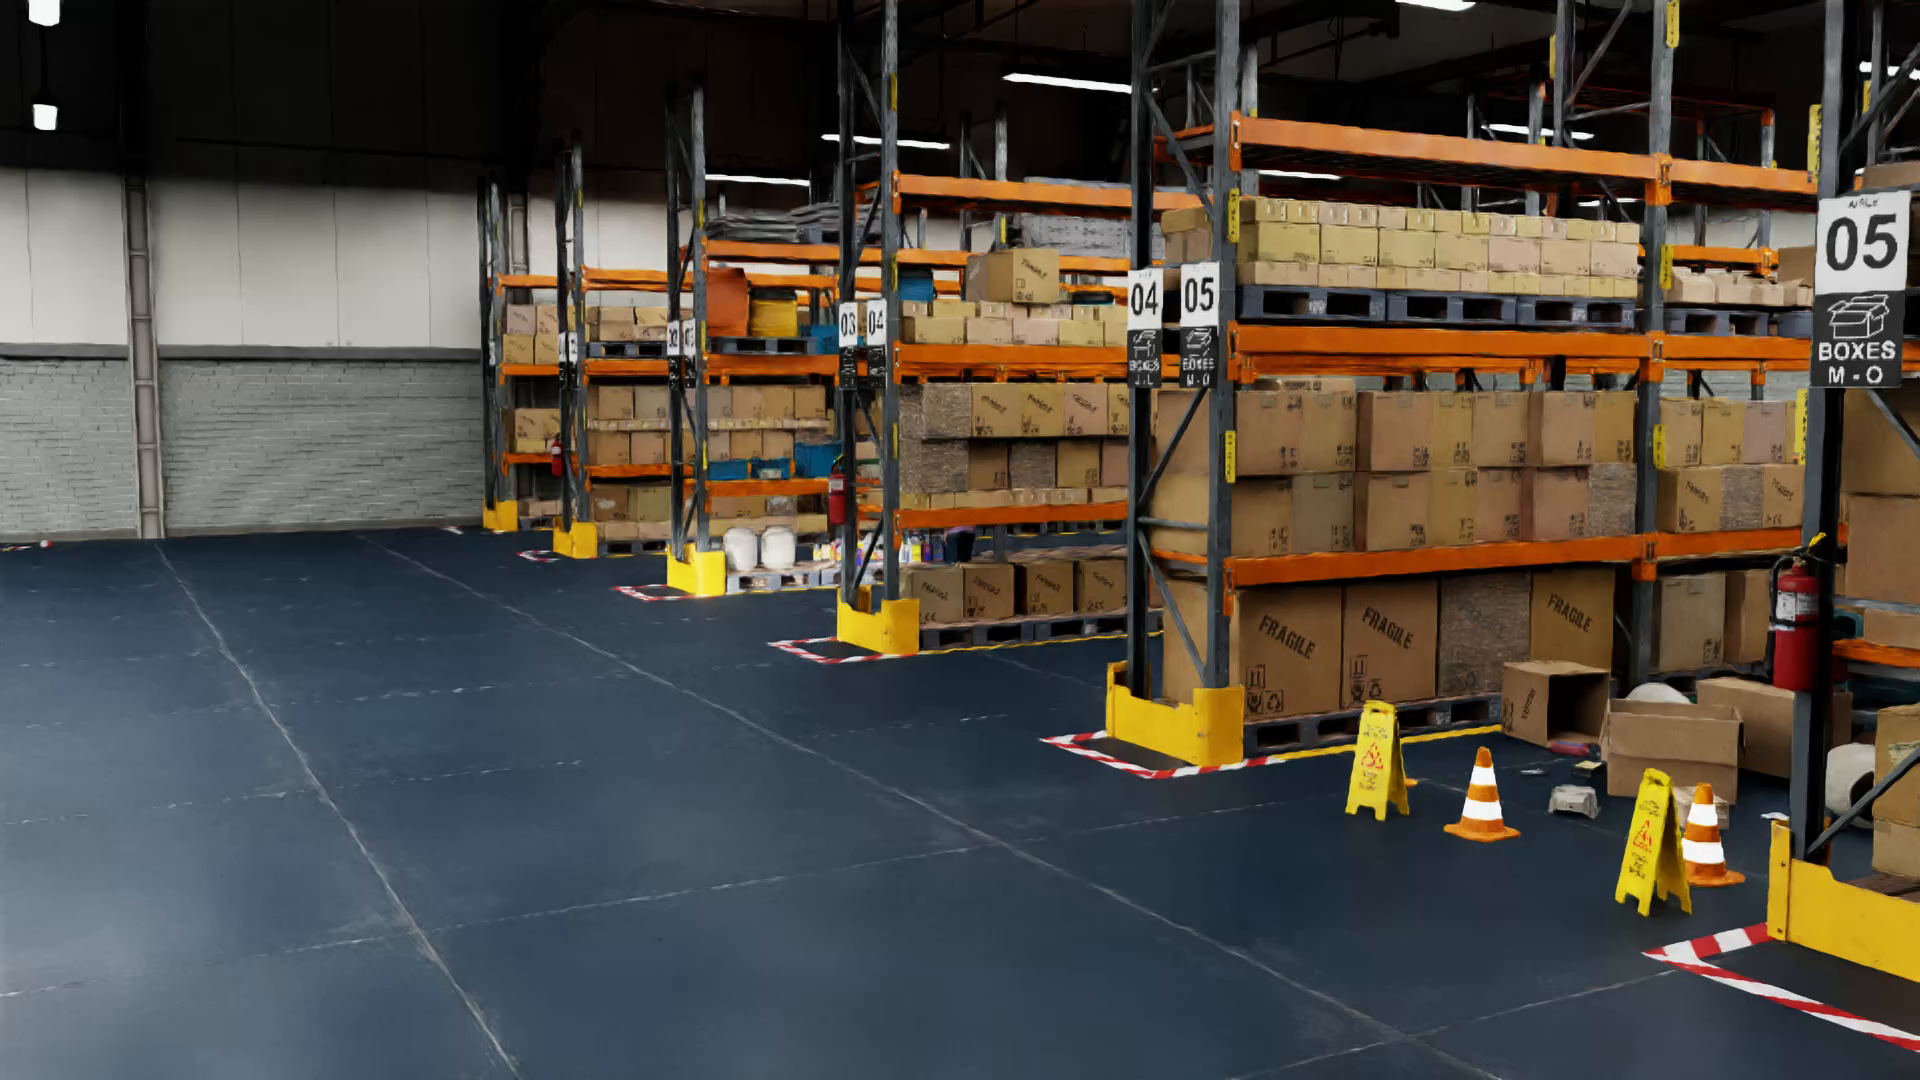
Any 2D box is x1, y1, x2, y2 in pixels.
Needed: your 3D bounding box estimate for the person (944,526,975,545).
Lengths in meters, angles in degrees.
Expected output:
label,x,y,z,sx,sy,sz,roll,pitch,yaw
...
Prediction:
label,x,y,z,sx,sy,sz,roll,pitch,yaw
person,-0.030,-0.073,18.269,0.427,1.599,0.343,-4,6,-35
